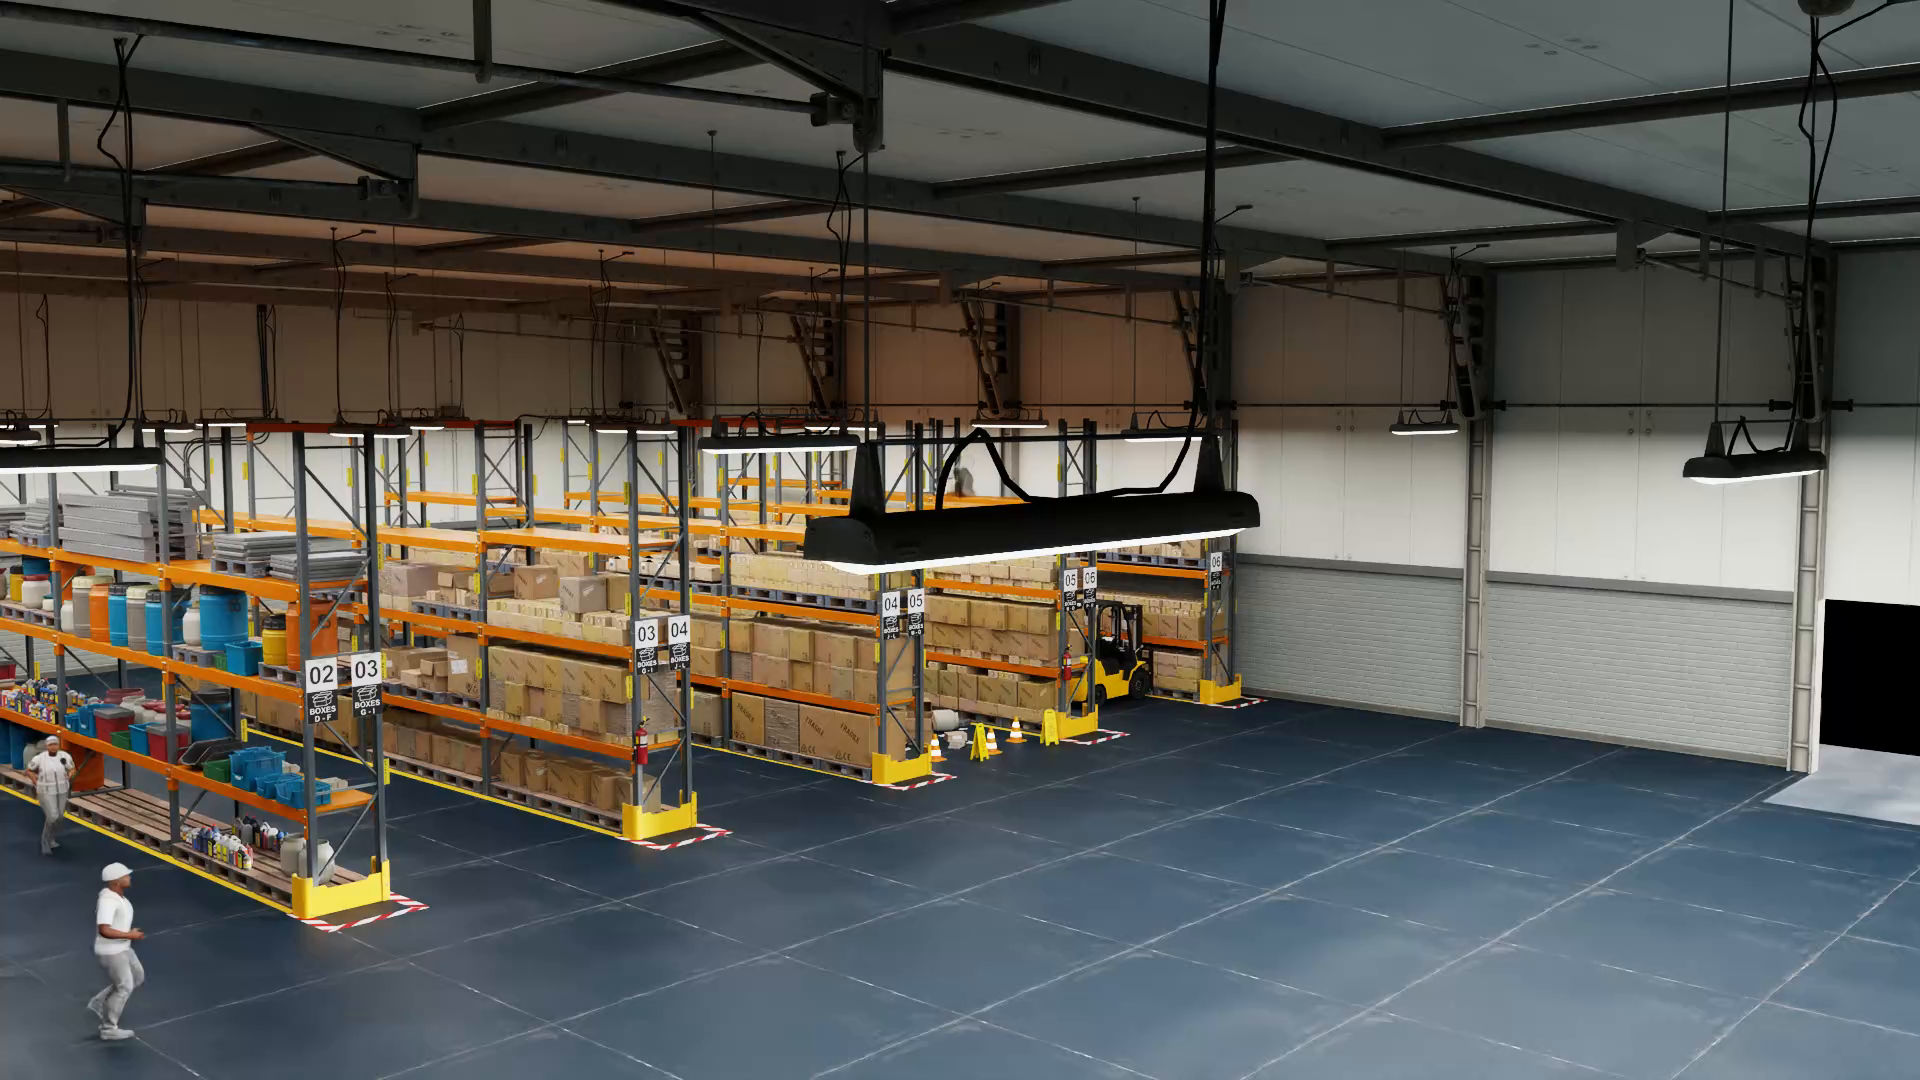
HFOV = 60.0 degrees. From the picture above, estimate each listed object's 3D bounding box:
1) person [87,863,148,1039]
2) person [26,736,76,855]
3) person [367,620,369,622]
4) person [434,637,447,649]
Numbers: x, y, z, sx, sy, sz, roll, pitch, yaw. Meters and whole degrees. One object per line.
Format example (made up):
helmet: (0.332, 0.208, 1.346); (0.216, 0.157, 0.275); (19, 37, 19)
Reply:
person: (-8.478, 4.112, 16.720); (0.605, 1.745, 0.745); (-2, 5, -21)
person: (-12.782, 3.602, 23.494); (0.668, 1.696, 0.575); (4, 6, 43)
person: (-13.076, 2.548, 36.636); (0.542, 1.609, 0.613); (-4, 6, -37)
person: (-12.426, 2.193, 40.157); (0.597, 1.759, 0.737); (1, 5, 17)
